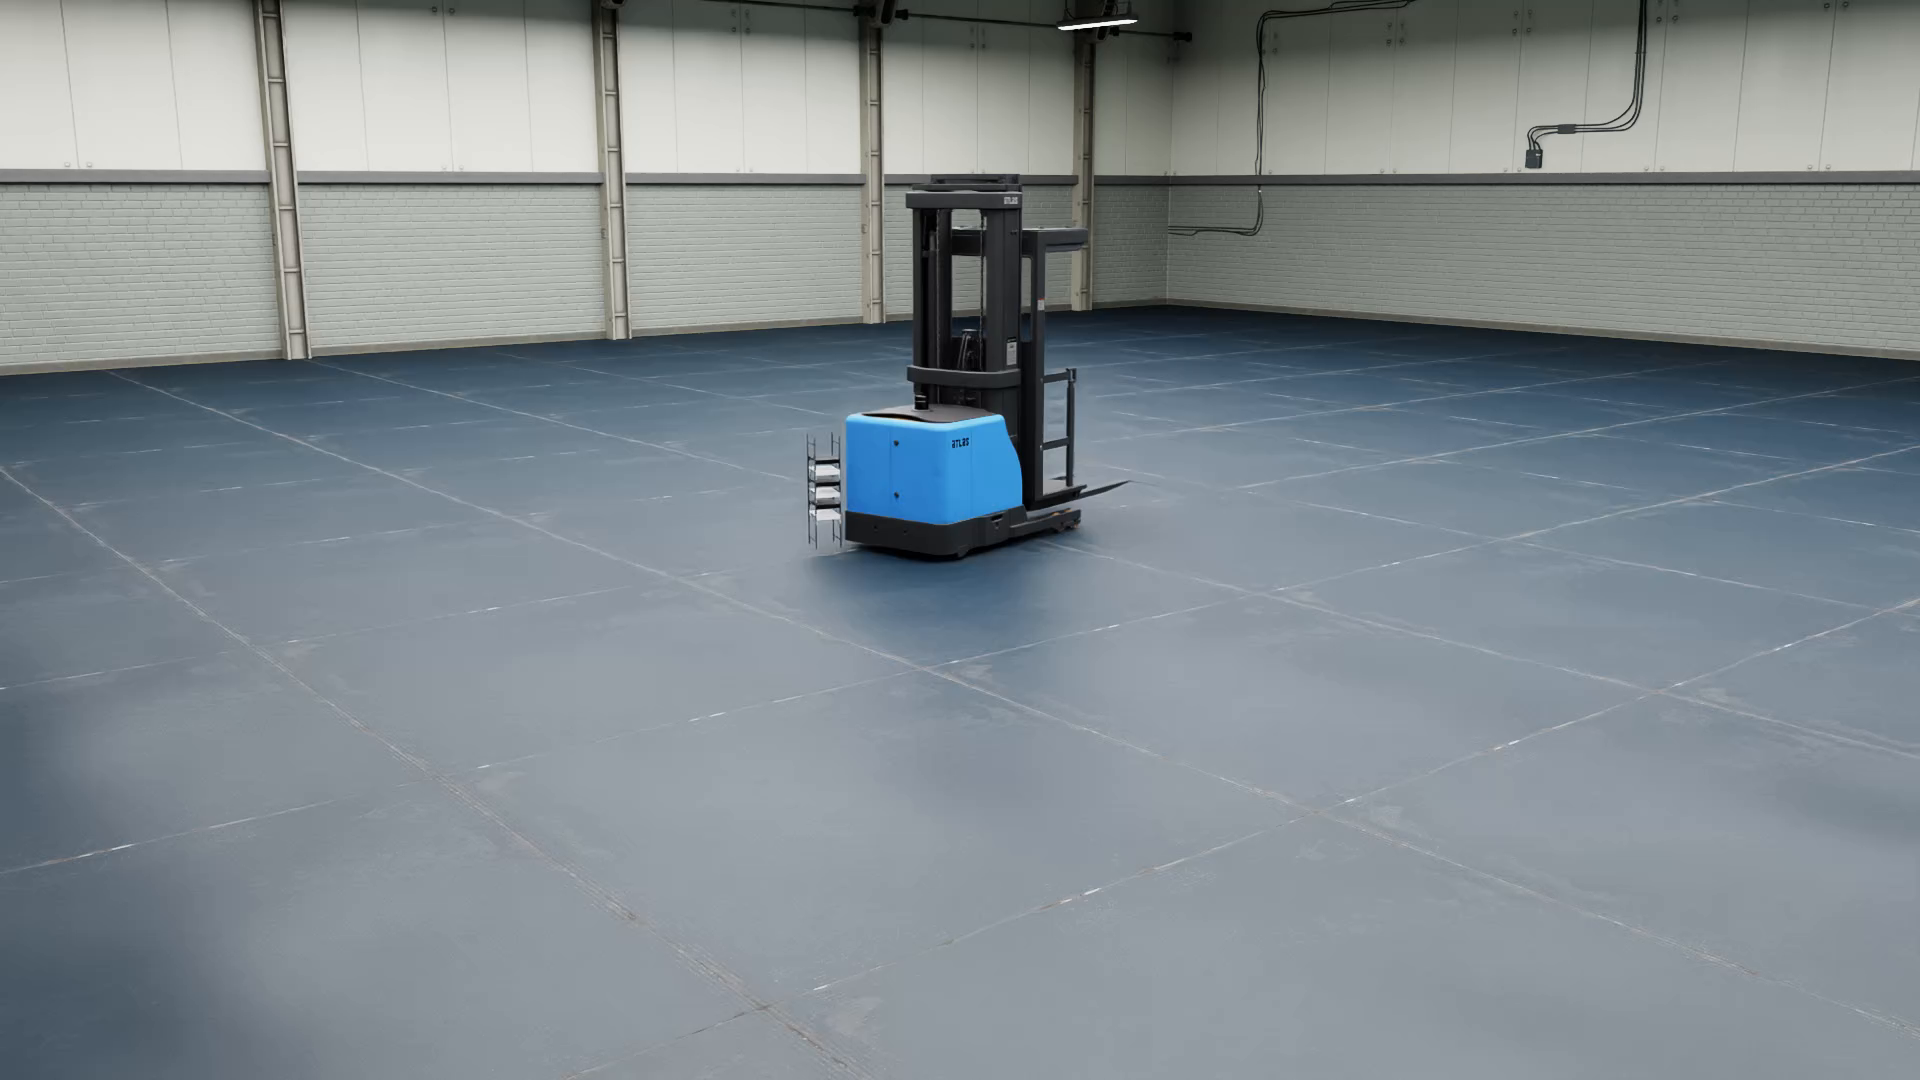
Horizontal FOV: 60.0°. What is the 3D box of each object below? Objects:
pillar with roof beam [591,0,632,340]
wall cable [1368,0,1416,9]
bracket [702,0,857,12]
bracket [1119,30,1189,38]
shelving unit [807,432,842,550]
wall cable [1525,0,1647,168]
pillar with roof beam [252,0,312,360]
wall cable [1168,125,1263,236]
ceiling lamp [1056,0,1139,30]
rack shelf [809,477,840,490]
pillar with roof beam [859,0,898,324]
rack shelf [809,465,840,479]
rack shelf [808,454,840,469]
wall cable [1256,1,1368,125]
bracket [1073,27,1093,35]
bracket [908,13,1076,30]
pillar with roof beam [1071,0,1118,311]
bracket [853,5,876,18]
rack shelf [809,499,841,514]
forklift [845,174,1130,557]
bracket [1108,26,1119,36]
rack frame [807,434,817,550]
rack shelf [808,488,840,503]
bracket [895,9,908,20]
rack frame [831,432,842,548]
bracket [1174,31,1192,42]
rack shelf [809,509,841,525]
[{"bbox_3d":[-3.828,-7.554,27.540,0.548,9.000,9.100,-9,15,-38],"label":"pillar with roof beam"},{"bbox_3d":[9.603,-12.213,33.847,0.112,2.526,3.097,-9,15,-38],"label":"wall cable"},{"bbox_3d":[-3.946,-10.346,32.021,4.783,0.066,0.076,-9,15,-38],"label":"bracket"},{"bbox_3d":[4.789,-11.797,38.857,3.189,0.066,0.076,-9,15,-38],"label":"bracket"},{"bbox_3d":[-1.088,-0.394,13.320,0.210,0.900,0.258,-4,13,-19],"label":"shelving unit"},{"bbox_3d":[11.898,-10.099,31.337,0.169,6.003,2.305,-9,15,-38],"label":"wall cable"},{"bbox_3d":[-8.513,-6.776,23.873,0.400,9.000,9.100,-9,15,-38],"label":"pillar with roof beam"},{"bbox_3d":[5.980,-8.458,39.274,0.112,2.526,3.097,-9,15,-38],"label":"wall cable"},{"bbox_3d":[2.803,-11.393,31.566,0.800,3.185,2.000,-9,15,-38],"label":"ceiling lamp"},{"bbox_3d":[-1.088,-0.450,13.308,0.200,0.077,0.258,-4,13,-19],"label":"rack shelf"},{"bbox_3d":[0.857,-8.333,31.206,0.548,9.000,9.100,-9,15,-38],"label":"pillar with roof beam"},{"bbox_3d":[-1.088,-0.538,13.290,0.200,0.077,0.258,-4,13,-19],"label":"rack shelf"},{"bbox_3d":[-1.088,-0.626,13.271,0.200,0.077,0.258,-4,13,-19],"label":"rack shelf"},{"bbox_3d":[7.670,-10.490,36.683,0.112,2.526,3.097,-9,15,-38],"label":"wall cable"},{"bbox_3d":[2.751,-11.459,37.262,0.430,0.232,0.235,-9,15,-38],"label":"bracket"},{"bbox_3d":[0.739,-11.125,35.688,4.783,0.066,0.076,-9,15,-38],"label":"bracket"},{"bbox_3d":[5.543,-9.111,34.873,0.548,9.000,9.100,-9,15,-38],"label":"pillar with roof beam"},{"bbox_3d":[-1.934,-10.680,33.596,0.430,0.232,0.235,-9,15,-38],"label":"bracket"},{"bbox_3d":[-1.088,-0.274,13.346,0.200,0.077,0.258,-4,13,-19],"label":"rack shelf"},{"bbox_3d":[0.370,-1.553,13.886,1.130,2.935,3.031,9,15,36],"label":"forklift"},{"bbox_3d":[3.399,-11.567,37.770,0.430,0.232,0.235,-9,15,-38],"label":"bracket"},{"bbox_3d":[-1.184,-0.387,13.286,0.006,0.900,0.240,-4,13,-19],"label":"rack frame"},{"bbox_3d":[-1.088,-0.362,13.327,0.200,0.077,0.258,-4,13,-19],"label":"rack shelf"},{"bbox_3d":[-1.286,-10.788,34.103,0.430,0.232,0.235,-9,15,-38],"label":"bracket"},{"bbox_3d":[-0.993,-0.402,13.354,0.006,0.900,0.240,-4,13,-19],"label":"rack frame"},{"bbox_3d":[5.250,-11.874,39.218,0.430,0.232,0.235,-9,15,-38],"label":"bracket"},{"bbox_3d":[-1.088,-0.186,13.364,0.200,0.077,0.258,-4,13,-19],"label":"rack shelf"}]
